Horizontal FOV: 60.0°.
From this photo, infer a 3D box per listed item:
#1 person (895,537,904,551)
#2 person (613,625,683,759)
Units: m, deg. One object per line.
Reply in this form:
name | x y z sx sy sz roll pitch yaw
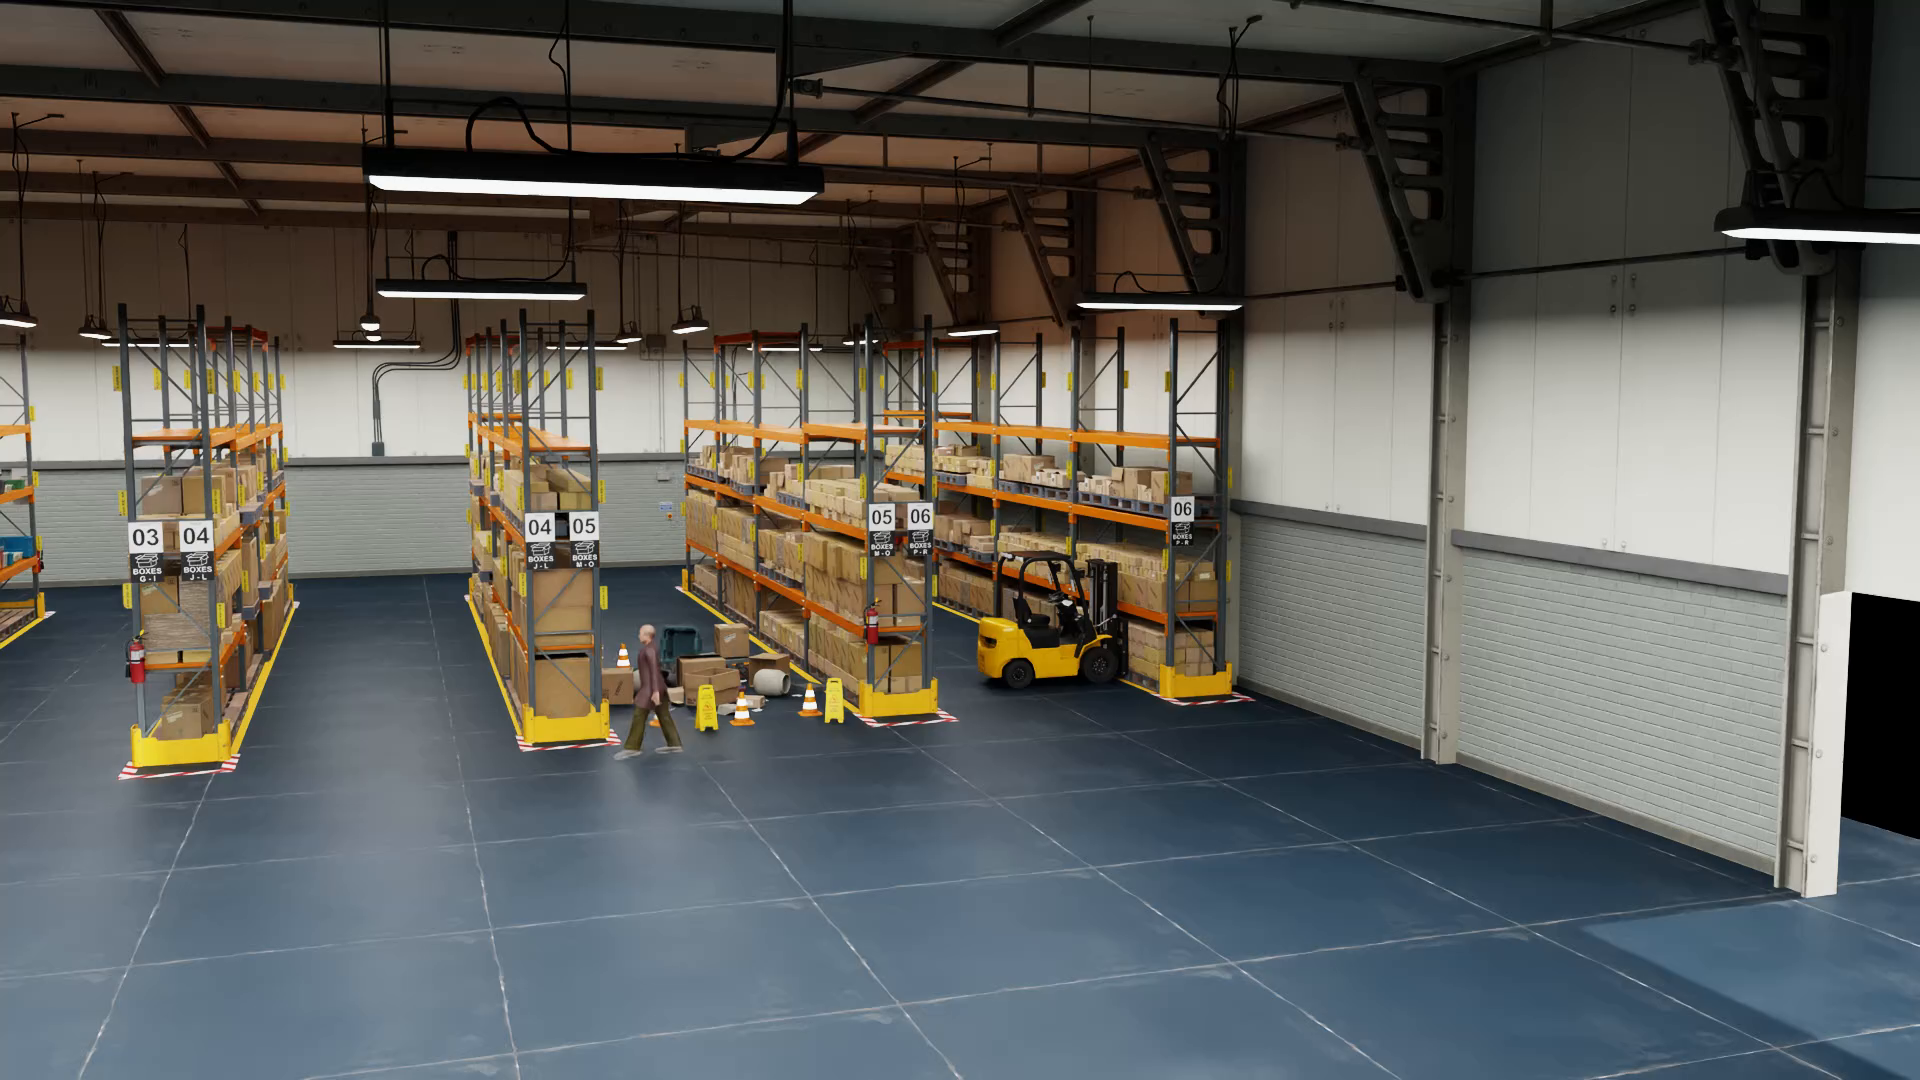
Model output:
person | -1.501 0.366 36.899 0.580 1.783 0.459 -4 7 -34
person | -4.159 2.013 22.249 0.885 1.764 0.607 0 5 3
